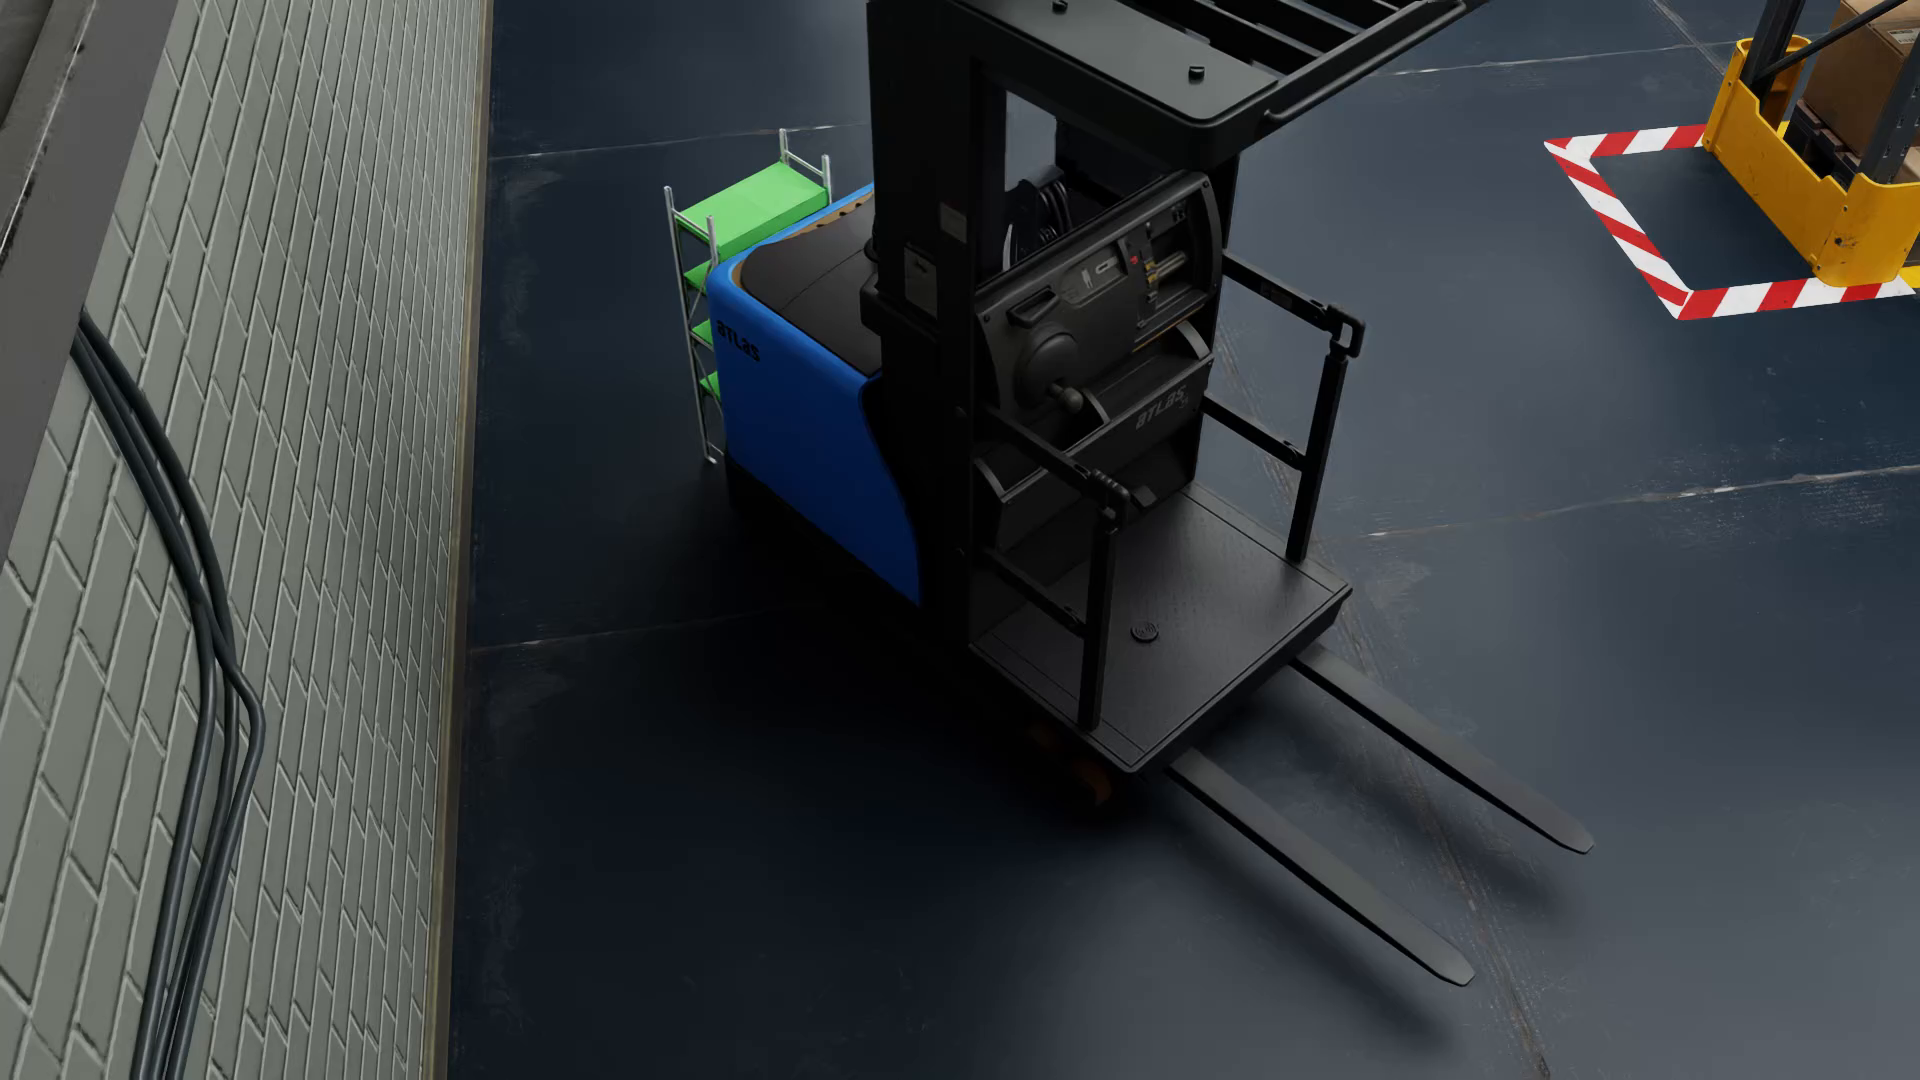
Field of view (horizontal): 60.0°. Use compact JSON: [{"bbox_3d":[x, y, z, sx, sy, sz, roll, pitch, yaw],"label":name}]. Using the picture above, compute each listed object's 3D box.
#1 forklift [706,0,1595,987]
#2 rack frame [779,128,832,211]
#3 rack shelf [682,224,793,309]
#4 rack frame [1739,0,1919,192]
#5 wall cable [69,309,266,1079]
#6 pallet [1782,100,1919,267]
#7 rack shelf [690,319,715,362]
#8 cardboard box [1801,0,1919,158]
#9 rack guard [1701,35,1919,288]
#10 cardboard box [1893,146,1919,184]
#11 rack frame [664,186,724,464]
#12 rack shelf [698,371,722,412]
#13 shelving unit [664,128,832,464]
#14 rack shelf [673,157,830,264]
[{"bbox_3d":[0.552,-0.605,4.515,1.130,2.935,3.031,-35,55,-29],"label":"forklift"},{"bbox_3d":[-0.525,-0.917,6.019,0.015,1.200,0.240,-35,55,-29],"label":"rack frame"},{"bbox_3d":[-0.700,-0.917,5.773,0.480,0.148,0.258,-35,55,-29],"label":"rack shelf"},{"bbox_3d":[3.638,-2.521,6.314,0.127,3.000,1.000,-7,46,-7],"label":"rack frame"},{"bbox_3d":[-1.148,0.430,1.461,0.112,2.526,3.097,-7,46,-7],"label":"wall cable"},{"bbox_3d":[4.498,-1.661,7.422,1.213,0.211,1.003,-7,46,-7],"label":"pallet"},{"bbox_3d":[-0.700,-0.750,5.946,0.480,0.148,0.258,-35,55,-29],"label":"rack shelf"},{"bbox_3d":[4.132,-2.048,7.288,0.500,0.500,0.500,-7,46,-7],"label":"cardboard box"},{"bbox_3d":[3.713,-1.663,7.223,0.348,0.500,1.175,-7,46,-7],"label":"rack guard"},{"bbox_3d":[4.109,-1.492,6.997,0.250,0.149,0.380,-7,46,-7],"label":"cardboard box"},{"bbox_3d":[-0.874,-0.671,5.781,0.015,1.200,0.240,-35,55,-29],"label":"rack frame"},{"bbox_3d":[-0.700,-0.583,6.119,0.480,0.148,0.258,-35,55,-29],"label":"rack shelf"},{"bbox_3d":[-0.700,-0.794,5.900,0.503,1.200,0.258,-35,55,-29],"label":"shelving unit"},{"bbox_3d":[-0.700,-1.083,5.600,0.480,0.148,0.258,-35,55,-29],"label":"rack shelf"}]
